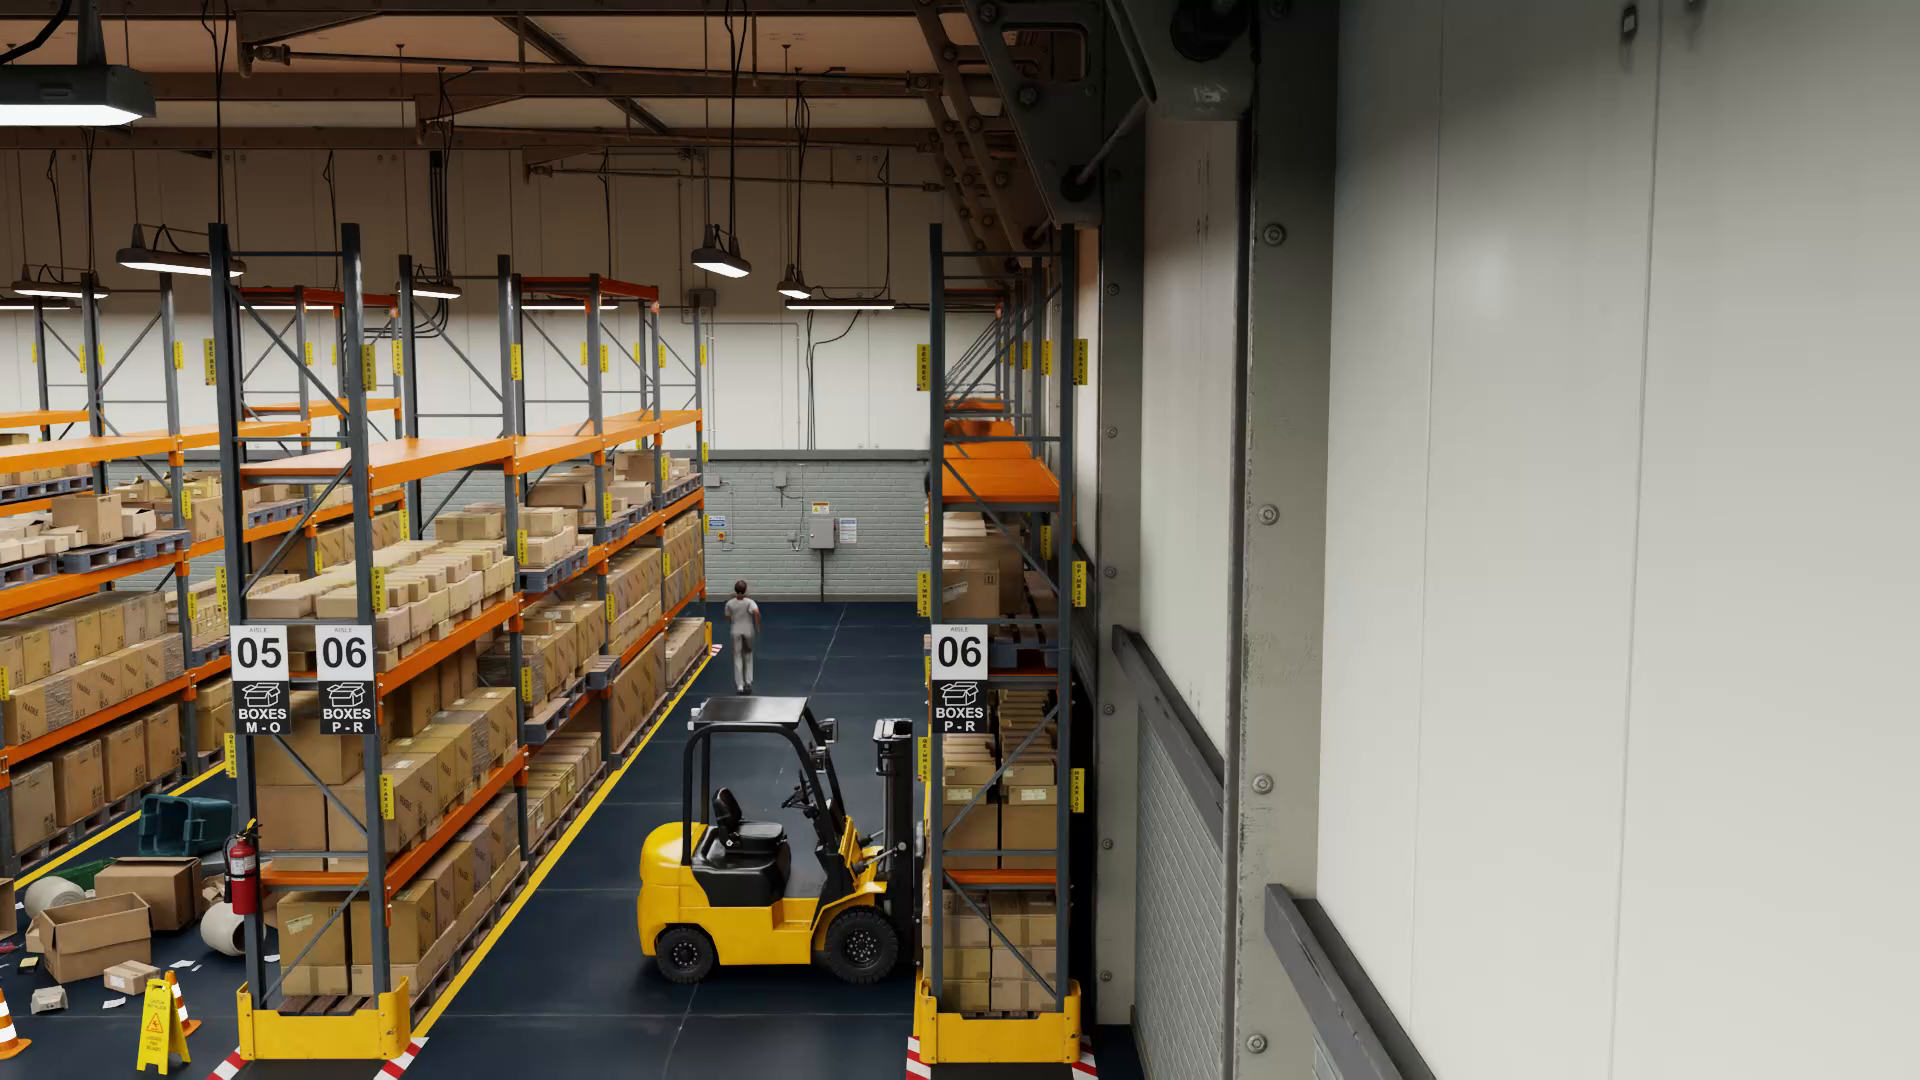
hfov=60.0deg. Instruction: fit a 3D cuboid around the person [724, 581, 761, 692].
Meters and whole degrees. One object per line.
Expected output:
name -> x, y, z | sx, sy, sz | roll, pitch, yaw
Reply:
person -> -3.226, 1.458, 24.697 | 0.532, 1.725, 0.753 | -1, 7, -9
